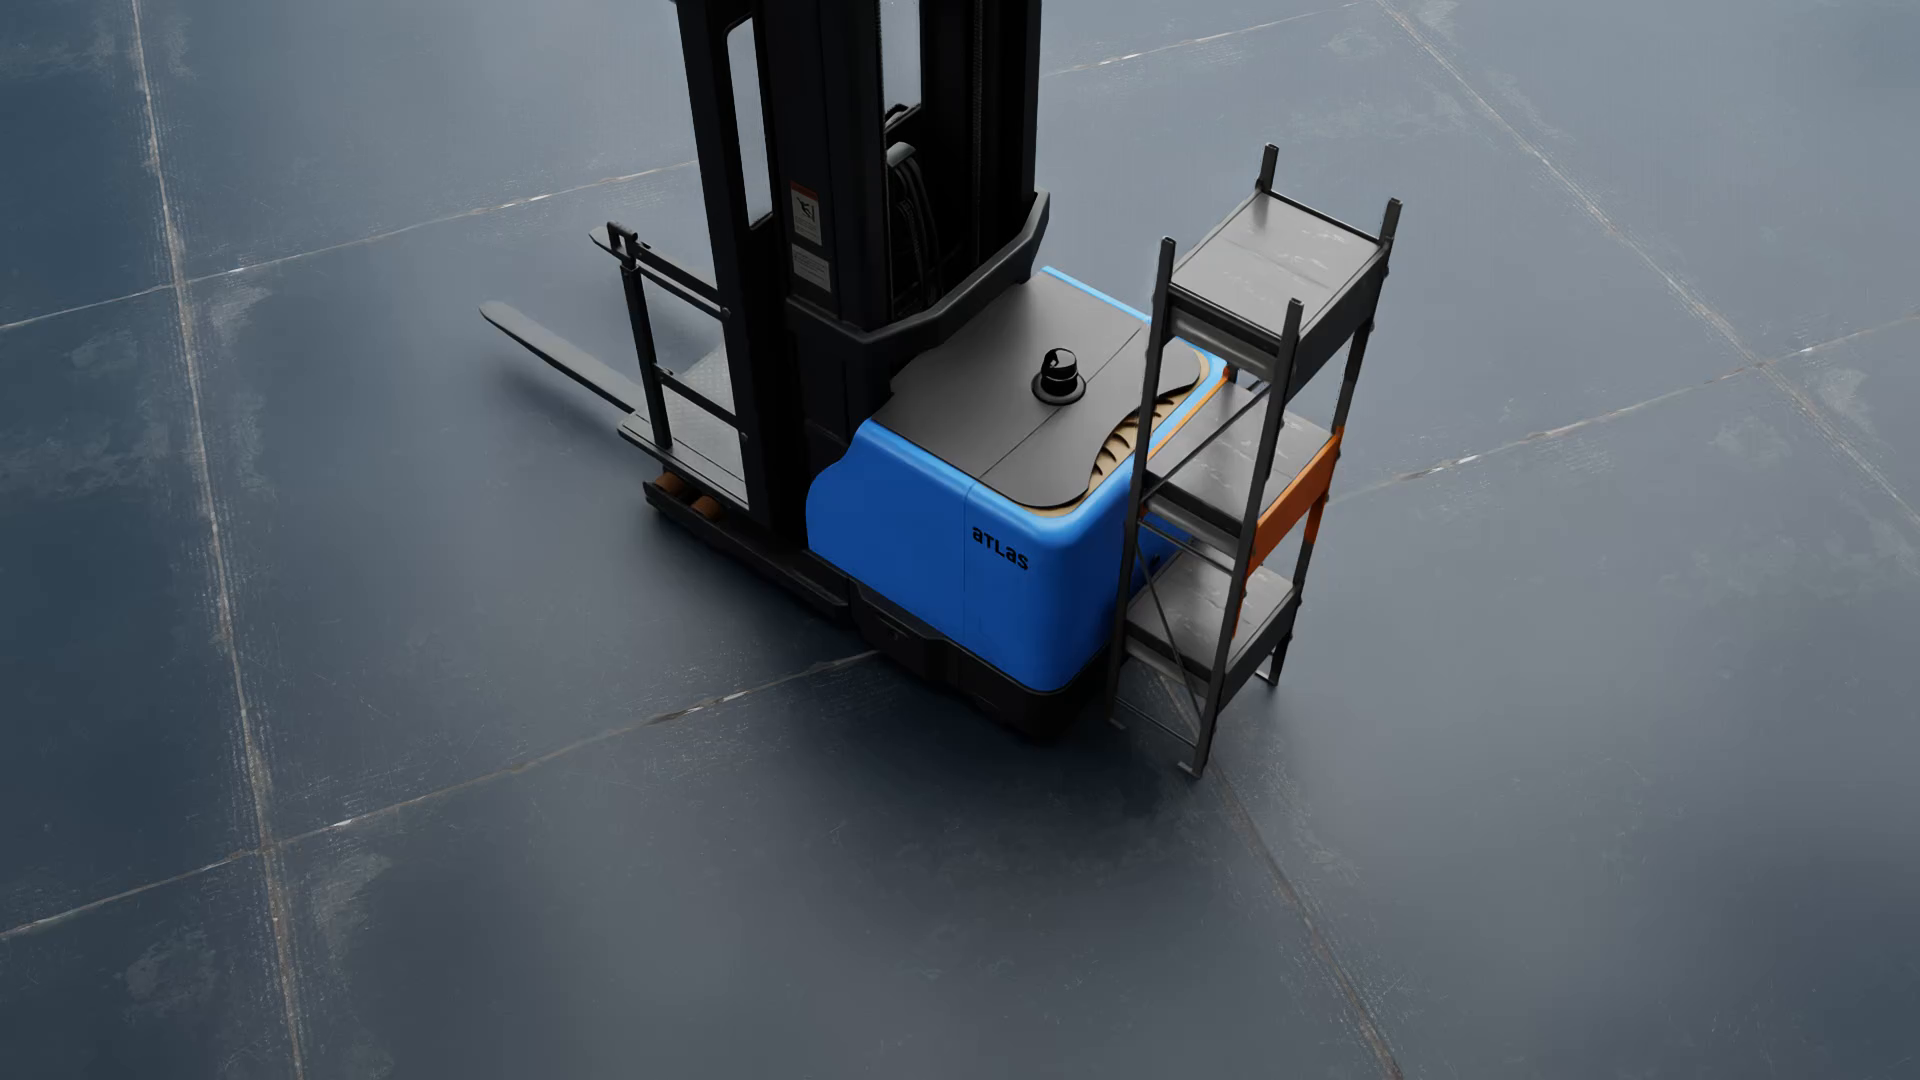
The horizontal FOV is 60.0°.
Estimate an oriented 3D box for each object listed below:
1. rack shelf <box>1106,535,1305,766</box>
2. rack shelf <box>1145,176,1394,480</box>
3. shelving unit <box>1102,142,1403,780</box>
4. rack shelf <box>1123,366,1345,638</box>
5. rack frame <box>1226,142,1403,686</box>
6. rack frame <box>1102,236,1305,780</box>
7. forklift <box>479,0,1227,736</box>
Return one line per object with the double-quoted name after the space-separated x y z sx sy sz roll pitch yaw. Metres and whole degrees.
0.802 0.340 5.512 0.431 0.518 0.480 31 56 23 "rack shelf"
0.810 -0.567 4.446 0.431 0.518 0.480 31 56 23 "rack shelf"
0.806 -0.123 4.969 0.431 2.100 0.503 31 56 23 "shelving unit"
0.806 -0.114 4.979 0.431 0.518 0.480 31 56 23 "rack shelf"
0.957 -0.268 5.094 0.400 2.100 0.015 31 56 23 "rack frame"
0.655 0.023 4.844 0.400 2.100 0.015 31 56 23 "rack frame"
-0.566 -1.239 5.382 3.031 2.935 1.130 31 56 24 "forklift"
